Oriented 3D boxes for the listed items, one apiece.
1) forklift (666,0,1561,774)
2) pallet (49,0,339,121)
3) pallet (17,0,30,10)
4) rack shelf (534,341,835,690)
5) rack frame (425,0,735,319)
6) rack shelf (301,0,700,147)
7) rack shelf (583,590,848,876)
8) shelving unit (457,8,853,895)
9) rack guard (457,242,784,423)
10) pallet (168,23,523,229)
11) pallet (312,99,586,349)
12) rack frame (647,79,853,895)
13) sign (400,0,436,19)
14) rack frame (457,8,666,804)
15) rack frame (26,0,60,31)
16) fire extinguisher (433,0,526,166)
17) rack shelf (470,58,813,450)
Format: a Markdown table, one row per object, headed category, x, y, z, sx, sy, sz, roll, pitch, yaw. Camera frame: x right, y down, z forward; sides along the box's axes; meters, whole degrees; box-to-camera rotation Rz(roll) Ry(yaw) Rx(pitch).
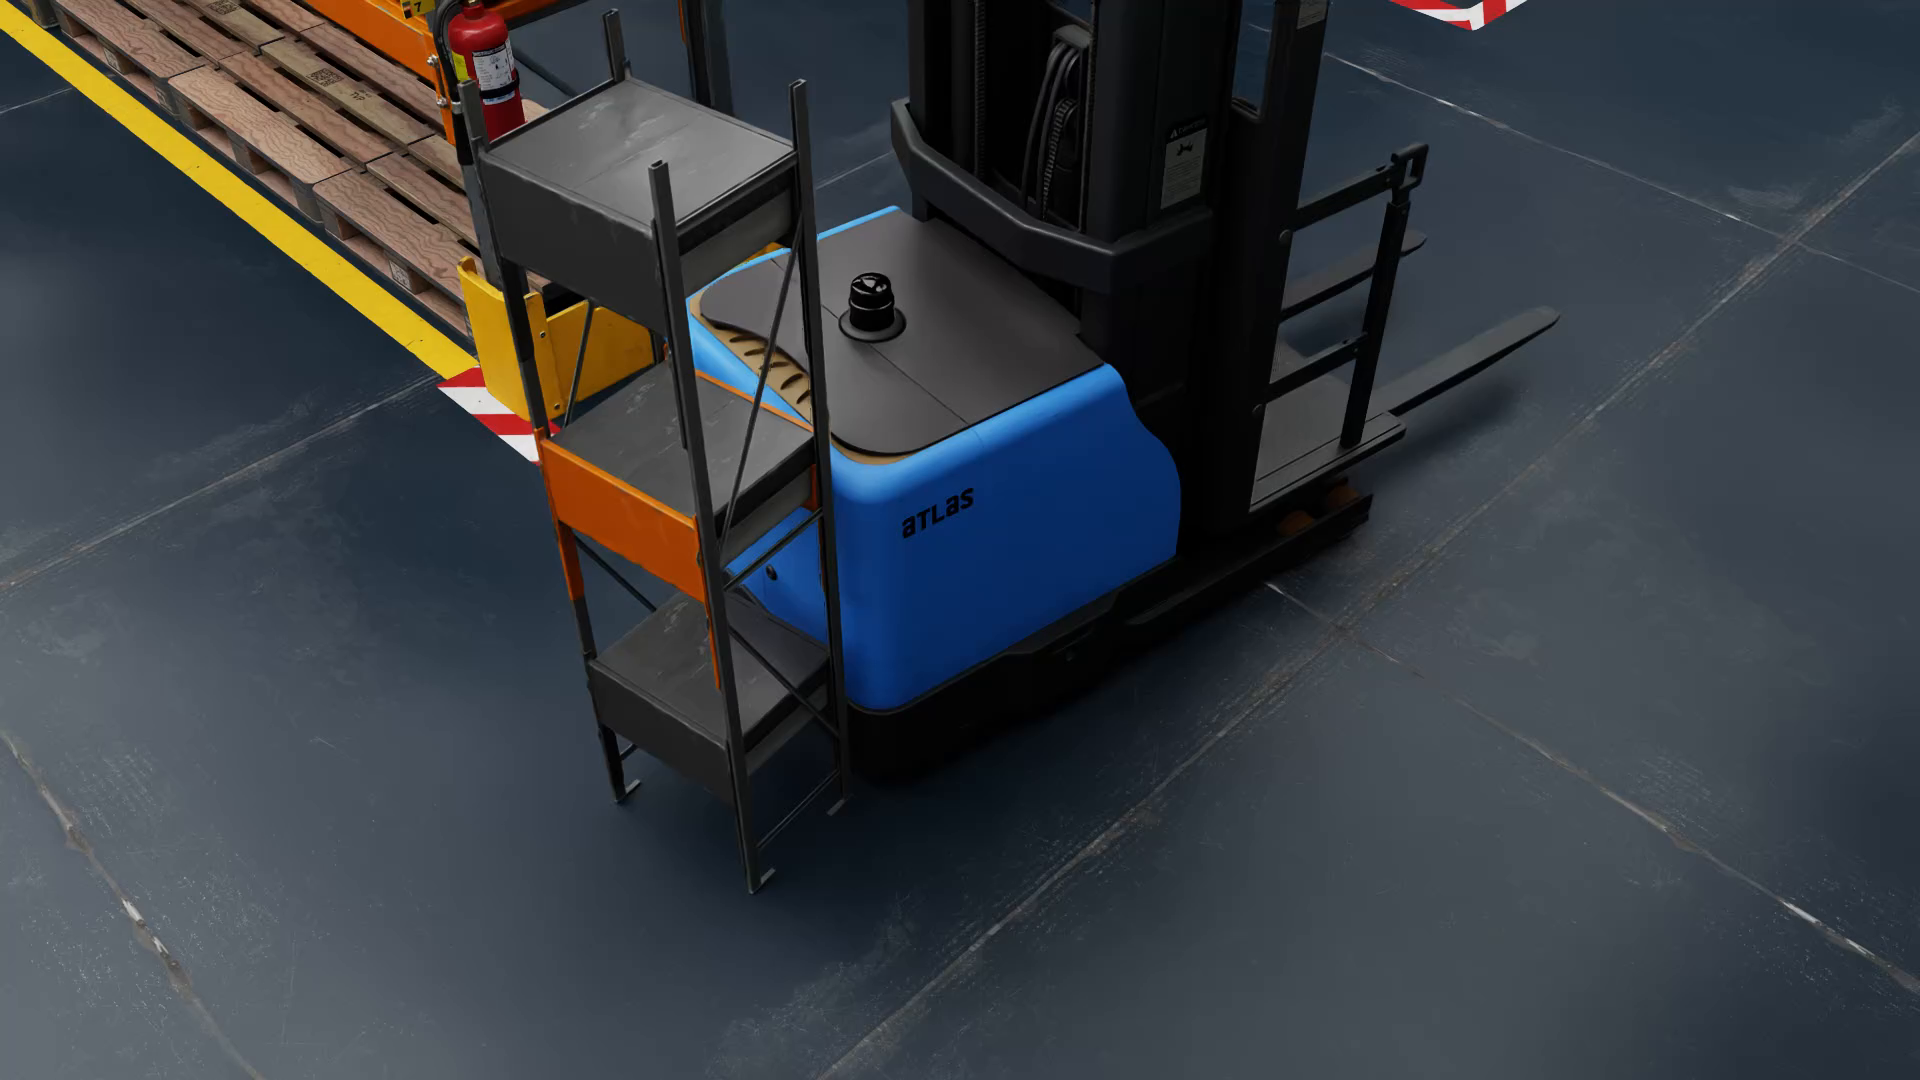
| category | x | y | z | sx | sy | sz | roll | pitch | yaw |
| --- | --- | --- | --- | --- | --- | --- | --- | --- | --- |
| forklift | 0.674 | -1.266 | 4.460 | 3.031 | 2.935 | 1.130 | -27 | 49 | -26 |
| pallet | -3.459 | -2.413 | 7.706 | 1.003 | 0.211 | 1.213 | -34 | 53 | -31 |
| pallet | -4.521 | -3.139 | 8.491 | 1.003 | 0.211 | 1.213 | -34 | 53 | -31 |
| rack shelf | -0.608 | -0.061 | 3.787 | 0.480 | 0.518 | 0.431 | 27 | 49 | 26 |
| rack frame | -1.181 | -1.850 | 5.042 | 1.000 | 3.000 | 0.127 | -34 | 53 | -31 |
| rack shelf | -2.593 | -2.547 | 6.326 | 1.077 | 0.370 | 4.000 | -34 | 53 | -31 |
| rack shelf | -0.611 | 0.453 | 4.262 | 0.480 | 0.518 | 0.431 | 27 | 49 | 26 |
| shelving unit | -0.608 | -0.071 | 3.778 | 0.503 | 2.100 | 0.431 | 27 | 49 | 26 |
| rack guard | -1.155 | -0.927 | 5.884 | 1.175 | 0.500 | 0.348 | -34 | 53 | -31 |
| pallet | -2.593 | -1.827 | 7.071 | 1.003 | 0.211 | 1.213 | -34 | 53 | -31 |
| pallet | -1.736 | -1.241 | 6.437 | 1.003 | 0.211 | 1.213 | -34 | 53 | -31 |
| rack frame | -0.413 | 0.028 | 3.671 | 0.015 | 2.100 | 0.400 | 27 | 49 | 26 |
| sign | -1.559 | -1.638 | 4.693 | 0.100 | 0.325 | 0.005 | -34 | 53 | -31 |
| rack frame | -0.804 | -0.171 | 3.885 | 0.015 | 2.100 | 0.400 | 27 | 49 | 26 |
| rack frame | -4.005 | -3.772 | 7.122 | 1.000 | 3.000 | 0.127 | -34 | 53 | -31 |
| fire extinguisher | -1.396 | -1.394 | 4.880 | 0.296 | 0.674 | 0.183 | -34 | 53 | -31 |
| rack shelf | -0.606 | -0.576 | 3.313 | 0.480 | 0.518 | 0.431 | 27 | 49 | 26 |
